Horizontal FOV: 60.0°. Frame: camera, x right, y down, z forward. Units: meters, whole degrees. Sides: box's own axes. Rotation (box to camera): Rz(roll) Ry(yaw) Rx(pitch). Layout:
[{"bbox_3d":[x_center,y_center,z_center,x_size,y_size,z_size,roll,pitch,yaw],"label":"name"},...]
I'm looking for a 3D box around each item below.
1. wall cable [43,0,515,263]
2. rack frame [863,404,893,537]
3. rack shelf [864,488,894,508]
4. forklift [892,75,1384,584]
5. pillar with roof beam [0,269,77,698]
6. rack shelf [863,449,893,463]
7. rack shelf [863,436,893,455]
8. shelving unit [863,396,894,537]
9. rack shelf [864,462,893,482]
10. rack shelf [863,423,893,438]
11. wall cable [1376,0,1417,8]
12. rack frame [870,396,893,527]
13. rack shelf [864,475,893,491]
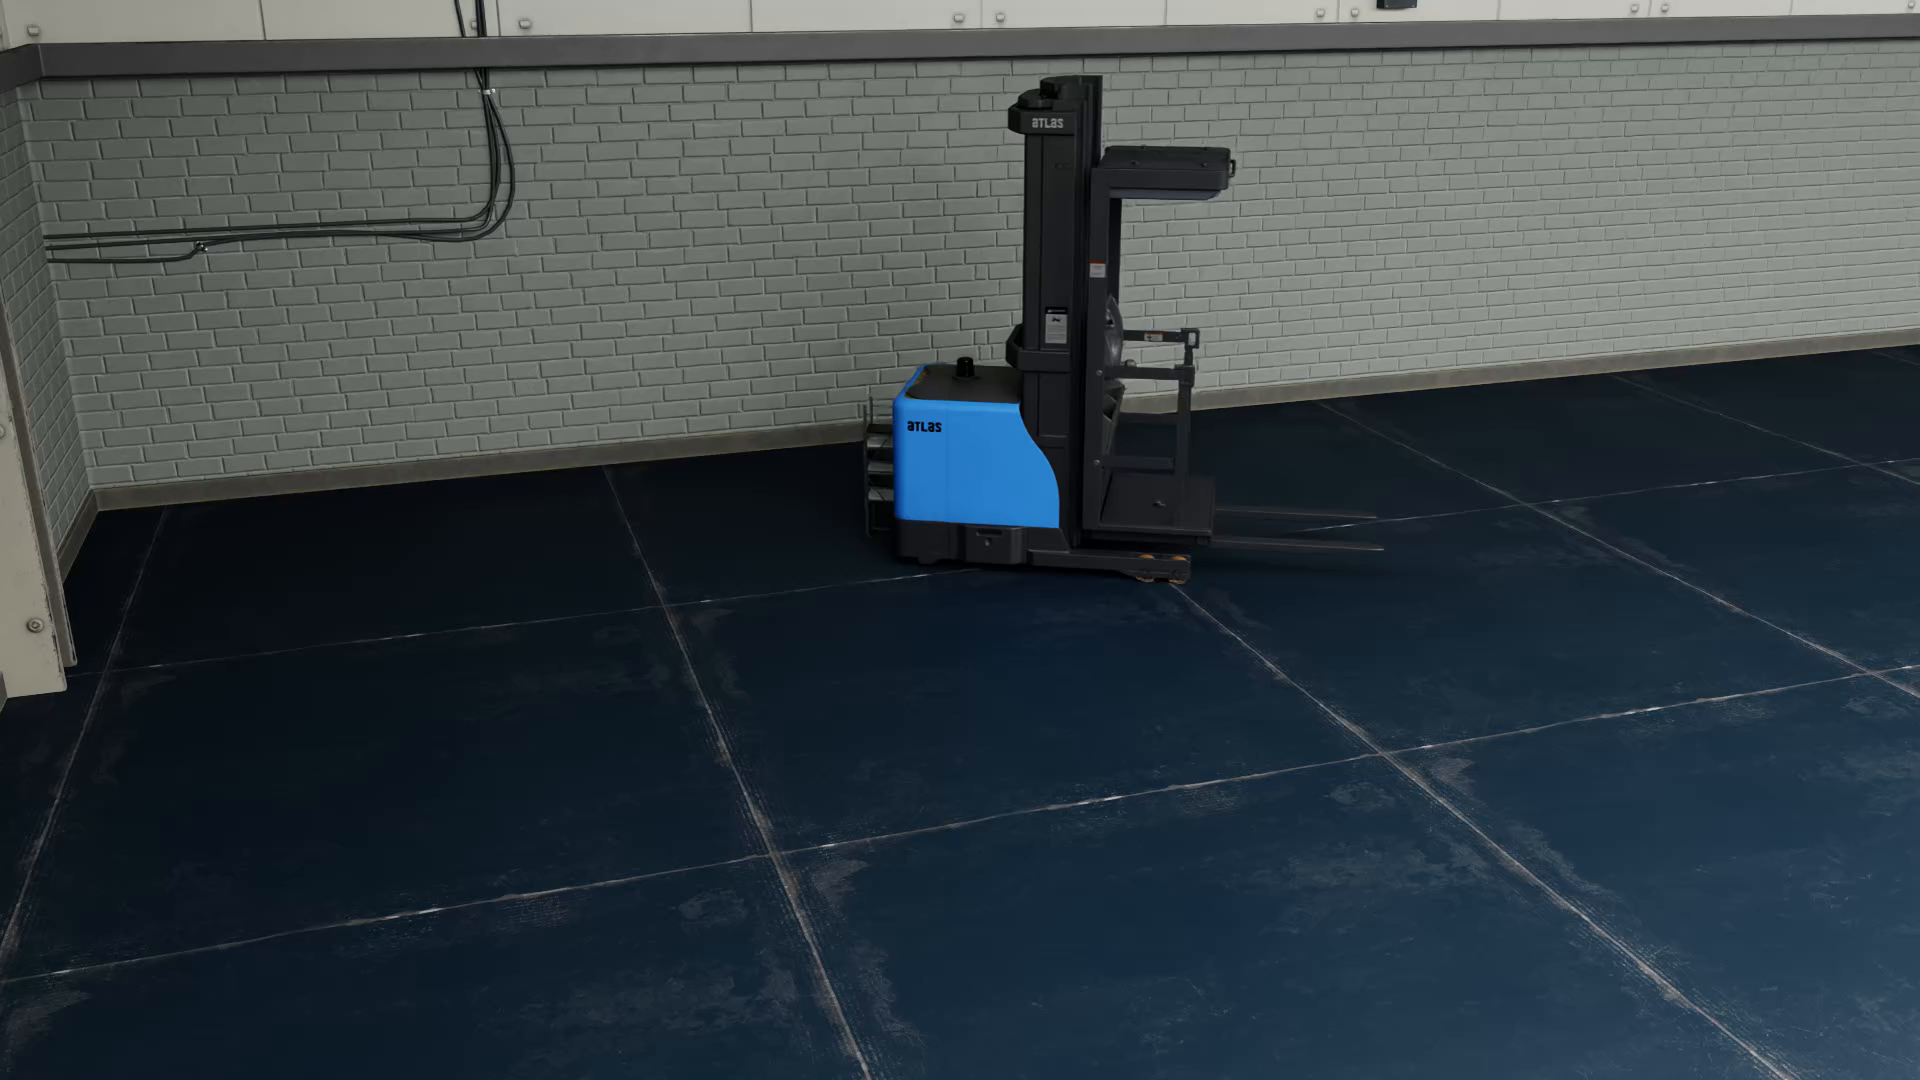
[{"bbox_3d":[-4.569,-3.117,10.876,3.097,2.526,0.112,-6,21,-17],"label":"wall cable"},{"bbox_3d":[-0.502,-0.440,10.809,0.240,0.900,0.006,3,20,8],"label":"rack frame"},{"bbox_3d":[-0.487,-0.273,10.976,0.258,0.077,0.200,3,20,8],"label":"rack shelf"},{"bbox_3d":[1.135,-1.305,10.213,3.031,2.935,1.130,3,20,9],"label":"forklift"},{"bbox_3d":[-0.811,-3.950,8.601,9.100,9.000,0.400,-6,21,-17],"label":"pillar with roof beam"},{"bbox_3d":[-0.487,-0.527,10.885,0.258,0.077,0.200,3,20,8],"label":"rack shelf"},{"bbox_3d":[-0.487,-0.612,10.854,0.258,0.077,0.200,3,20,8],"label":"rack shelf"},{"bbox_3d":[-0.487,-0.474,10.904,0.258,0.900,0.210,3,20,8],"label":"shelving unit"},{"bbox_3d":[-0.487,-0.442,10.915,0.258,0.077,0.200,3,20,8],"label":"rack shelf"},{"bbox_3d":[-0.487,-0.696,10.824,0.258,0.077,0.200,3,20,8],"label":"rack shelf"},{"bbox_3d":[4.448,-7.182,12.570,2.305,6.003,0.169,-6,21,-17],"label":"wall cable"},{"bbox_3d":[-0.472,-0.508,10.998,0.240,0.900,0.006,3,20,8],"label":"rack frame"},{"bbox_3d":[-0.487,-0.358,10.945,0.258,0.077,0.200,3,20,8],"label":"rack shelf"}]
